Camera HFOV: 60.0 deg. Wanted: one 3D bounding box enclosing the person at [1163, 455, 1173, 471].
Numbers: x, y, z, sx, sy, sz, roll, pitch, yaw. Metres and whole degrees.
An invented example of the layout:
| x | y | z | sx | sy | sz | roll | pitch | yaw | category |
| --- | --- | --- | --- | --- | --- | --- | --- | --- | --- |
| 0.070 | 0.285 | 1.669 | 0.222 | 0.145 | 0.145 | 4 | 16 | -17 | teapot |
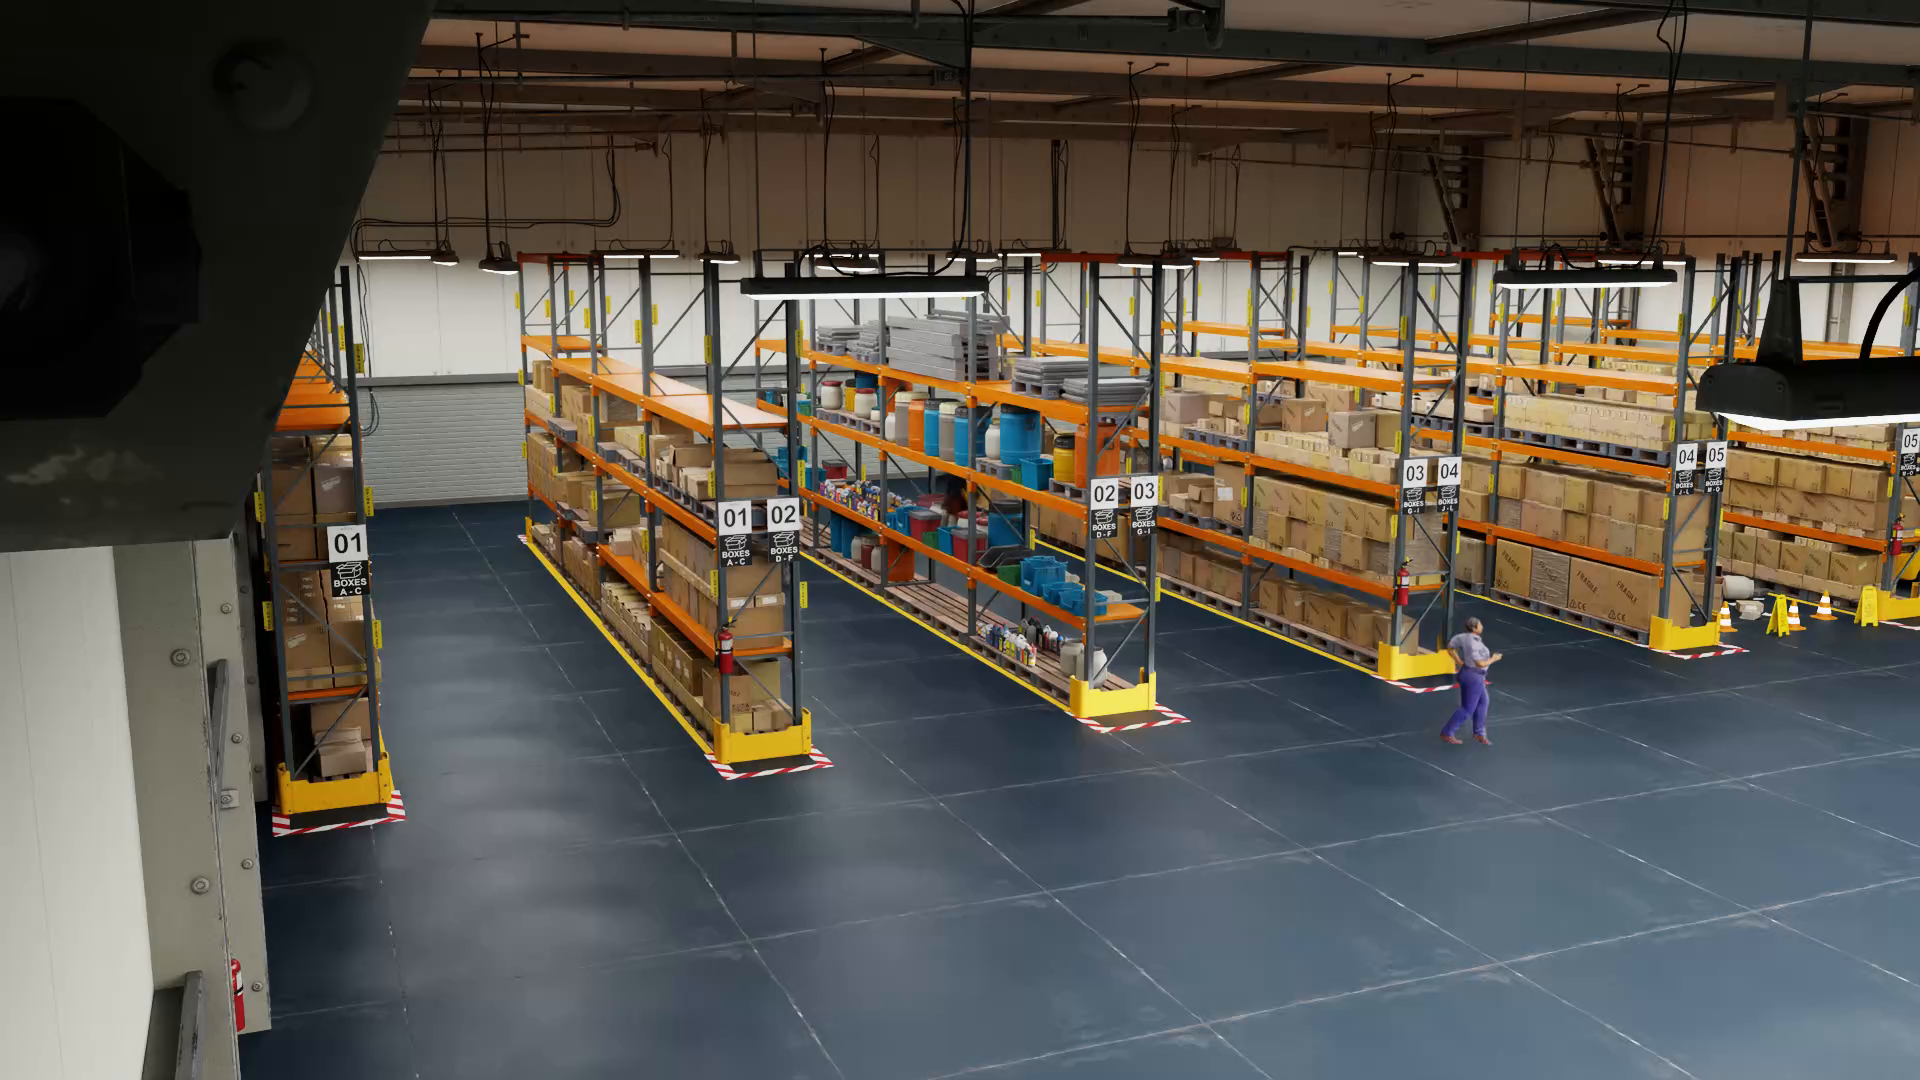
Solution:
| x | y | z | sx | sy | sz | roll | pitch | yaw | category |
| --- | --- | --- | --- | --- | --- | --- | --- | --- | --- |
| 5.337 | -2.114 | 41.871 | 0.614 | 1.682 | 0.767 | 5 | 12 | 27 | person |

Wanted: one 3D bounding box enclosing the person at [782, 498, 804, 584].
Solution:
| x | y | z | sx | sy | sz | roll | pitch | yaw | category |
| --- | --- | --- | --- | --- | --- | --- | --- | --- | --- |
| -3.118 | 0.020 | 30.060 | 0.608 | 1.665 | 0.818 | -4 | 11 | -22 | person |

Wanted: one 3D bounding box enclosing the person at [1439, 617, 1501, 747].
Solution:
| x | y | z | sx | sy | sz | roll | pitch | yaw | category |
| --- | --- | --- | --- | --- | --- | --- | --- | --- | --- |
| 6.350 | 1.784 | 20.718 | 0.726 | 1.702 | 0.590 | 0 | 10 | 2 | person |
